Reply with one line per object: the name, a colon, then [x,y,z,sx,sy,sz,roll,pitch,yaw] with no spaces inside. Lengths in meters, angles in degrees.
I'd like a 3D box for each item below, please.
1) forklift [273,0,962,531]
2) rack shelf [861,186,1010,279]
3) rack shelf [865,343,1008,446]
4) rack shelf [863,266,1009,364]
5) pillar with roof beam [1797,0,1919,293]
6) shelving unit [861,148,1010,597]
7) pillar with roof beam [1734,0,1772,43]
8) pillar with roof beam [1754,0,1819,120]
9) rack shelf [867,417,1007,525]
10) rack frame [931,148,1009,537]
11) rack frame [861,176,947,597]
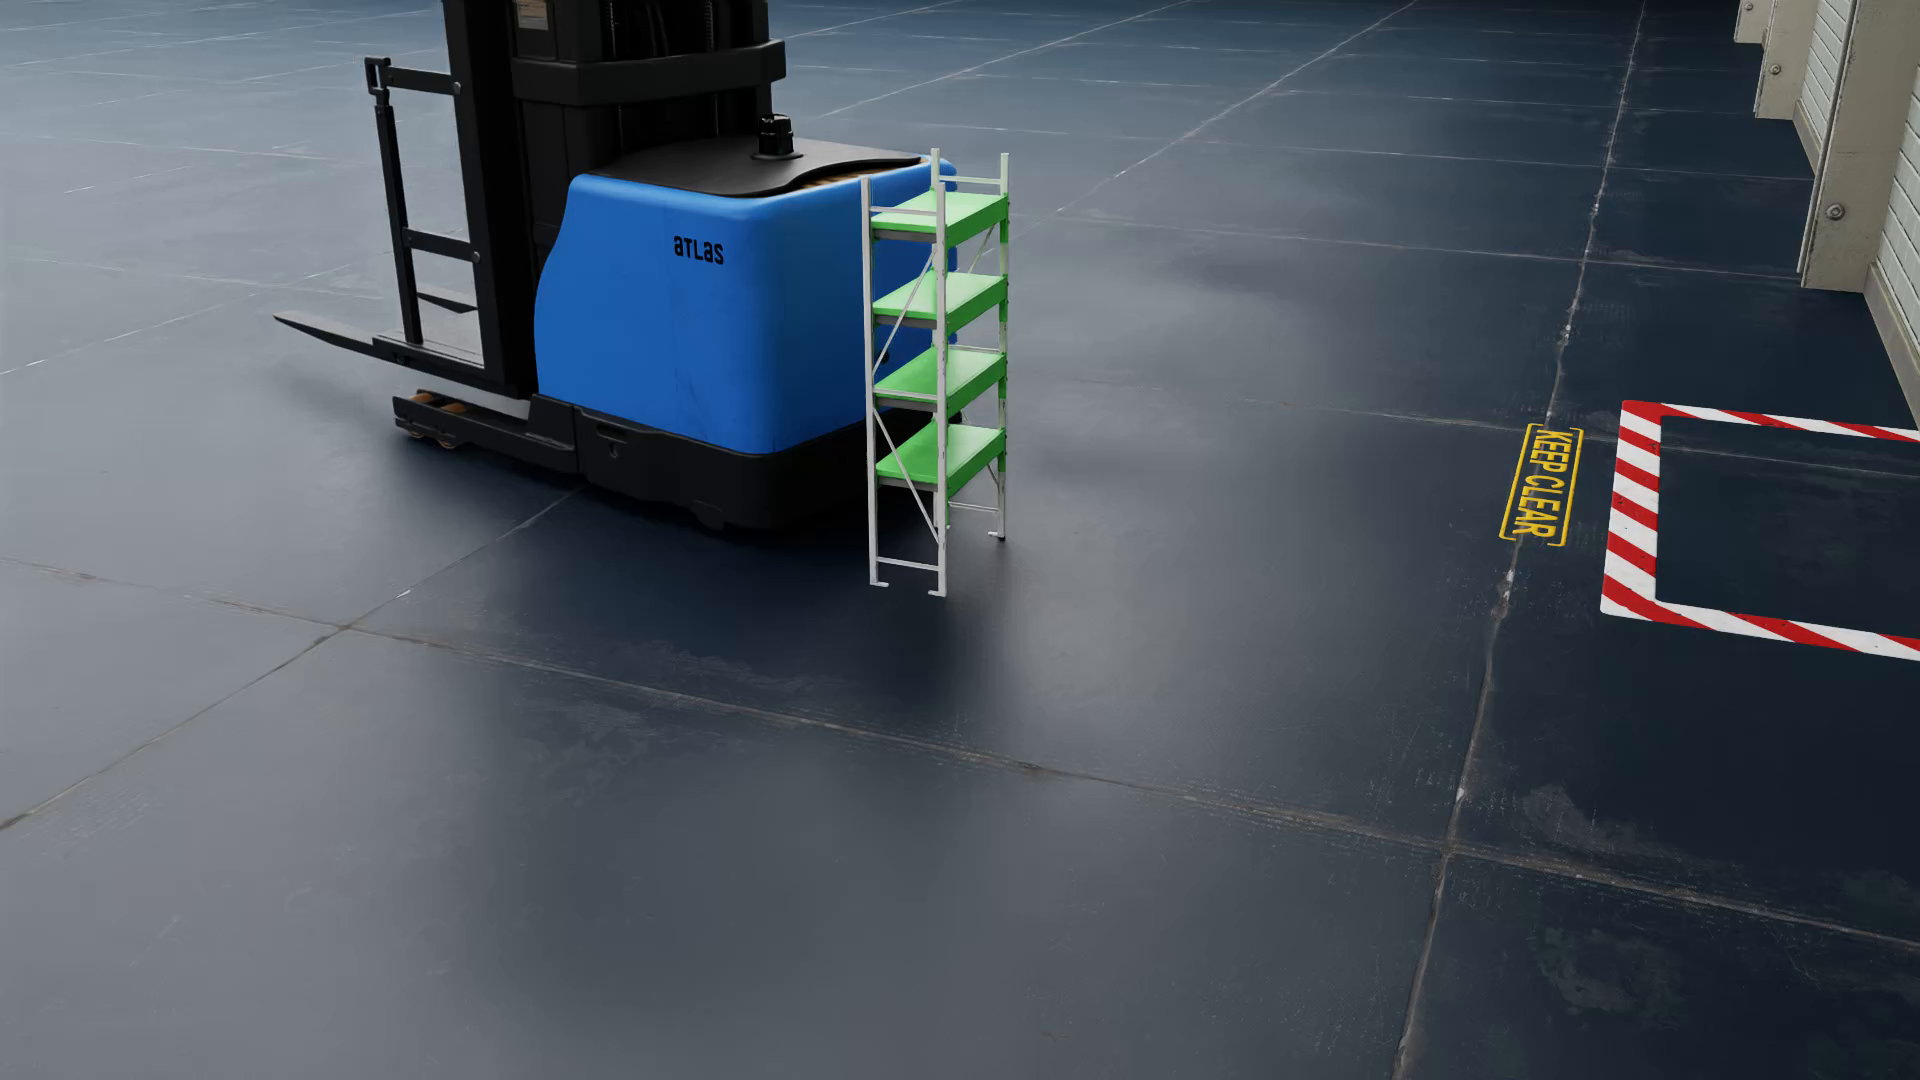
forklift: [-1.464,-1.823,5.811,3.031,2.935,1.130,17,28,35]
rack shelf: [-0.061,-0.878,4.717,0.258,0.148,0.480,9,24,20]
rack shelf: [-0.061,-0.435,4.902,0.258,0.148,0.480,9,24,20]
rack shelf: [-0.061,-0.657,4.809,0.258,0.148,0.480,9,24,20]
pillar with roof beam: [0.395,-6.070,8.106,9.100,9.000,0.400,9,24,20]
shelving unit: [-0.061,-0.494,4.877,0.258,1.200,0.503,9,24,20]
pillar with roof beam: [4.853,-10.364,18.387,9.100,9.000,0.400,9,24,20]
pillar with roof beam: [2.624,-8.217,13.246,9.100,9.000,0.400,9,24,20]
rack shelf: [-0.061,-0.214,4.994,0.258,0.148,0.480,9,24,20]
rack frame: [0.029,-0.582,5.086,0.240,1.200,0.015,9,24,20]
rack frame: [-0.152,-0.407,4.668,0.240,1.200,0.015,9,24,20]
